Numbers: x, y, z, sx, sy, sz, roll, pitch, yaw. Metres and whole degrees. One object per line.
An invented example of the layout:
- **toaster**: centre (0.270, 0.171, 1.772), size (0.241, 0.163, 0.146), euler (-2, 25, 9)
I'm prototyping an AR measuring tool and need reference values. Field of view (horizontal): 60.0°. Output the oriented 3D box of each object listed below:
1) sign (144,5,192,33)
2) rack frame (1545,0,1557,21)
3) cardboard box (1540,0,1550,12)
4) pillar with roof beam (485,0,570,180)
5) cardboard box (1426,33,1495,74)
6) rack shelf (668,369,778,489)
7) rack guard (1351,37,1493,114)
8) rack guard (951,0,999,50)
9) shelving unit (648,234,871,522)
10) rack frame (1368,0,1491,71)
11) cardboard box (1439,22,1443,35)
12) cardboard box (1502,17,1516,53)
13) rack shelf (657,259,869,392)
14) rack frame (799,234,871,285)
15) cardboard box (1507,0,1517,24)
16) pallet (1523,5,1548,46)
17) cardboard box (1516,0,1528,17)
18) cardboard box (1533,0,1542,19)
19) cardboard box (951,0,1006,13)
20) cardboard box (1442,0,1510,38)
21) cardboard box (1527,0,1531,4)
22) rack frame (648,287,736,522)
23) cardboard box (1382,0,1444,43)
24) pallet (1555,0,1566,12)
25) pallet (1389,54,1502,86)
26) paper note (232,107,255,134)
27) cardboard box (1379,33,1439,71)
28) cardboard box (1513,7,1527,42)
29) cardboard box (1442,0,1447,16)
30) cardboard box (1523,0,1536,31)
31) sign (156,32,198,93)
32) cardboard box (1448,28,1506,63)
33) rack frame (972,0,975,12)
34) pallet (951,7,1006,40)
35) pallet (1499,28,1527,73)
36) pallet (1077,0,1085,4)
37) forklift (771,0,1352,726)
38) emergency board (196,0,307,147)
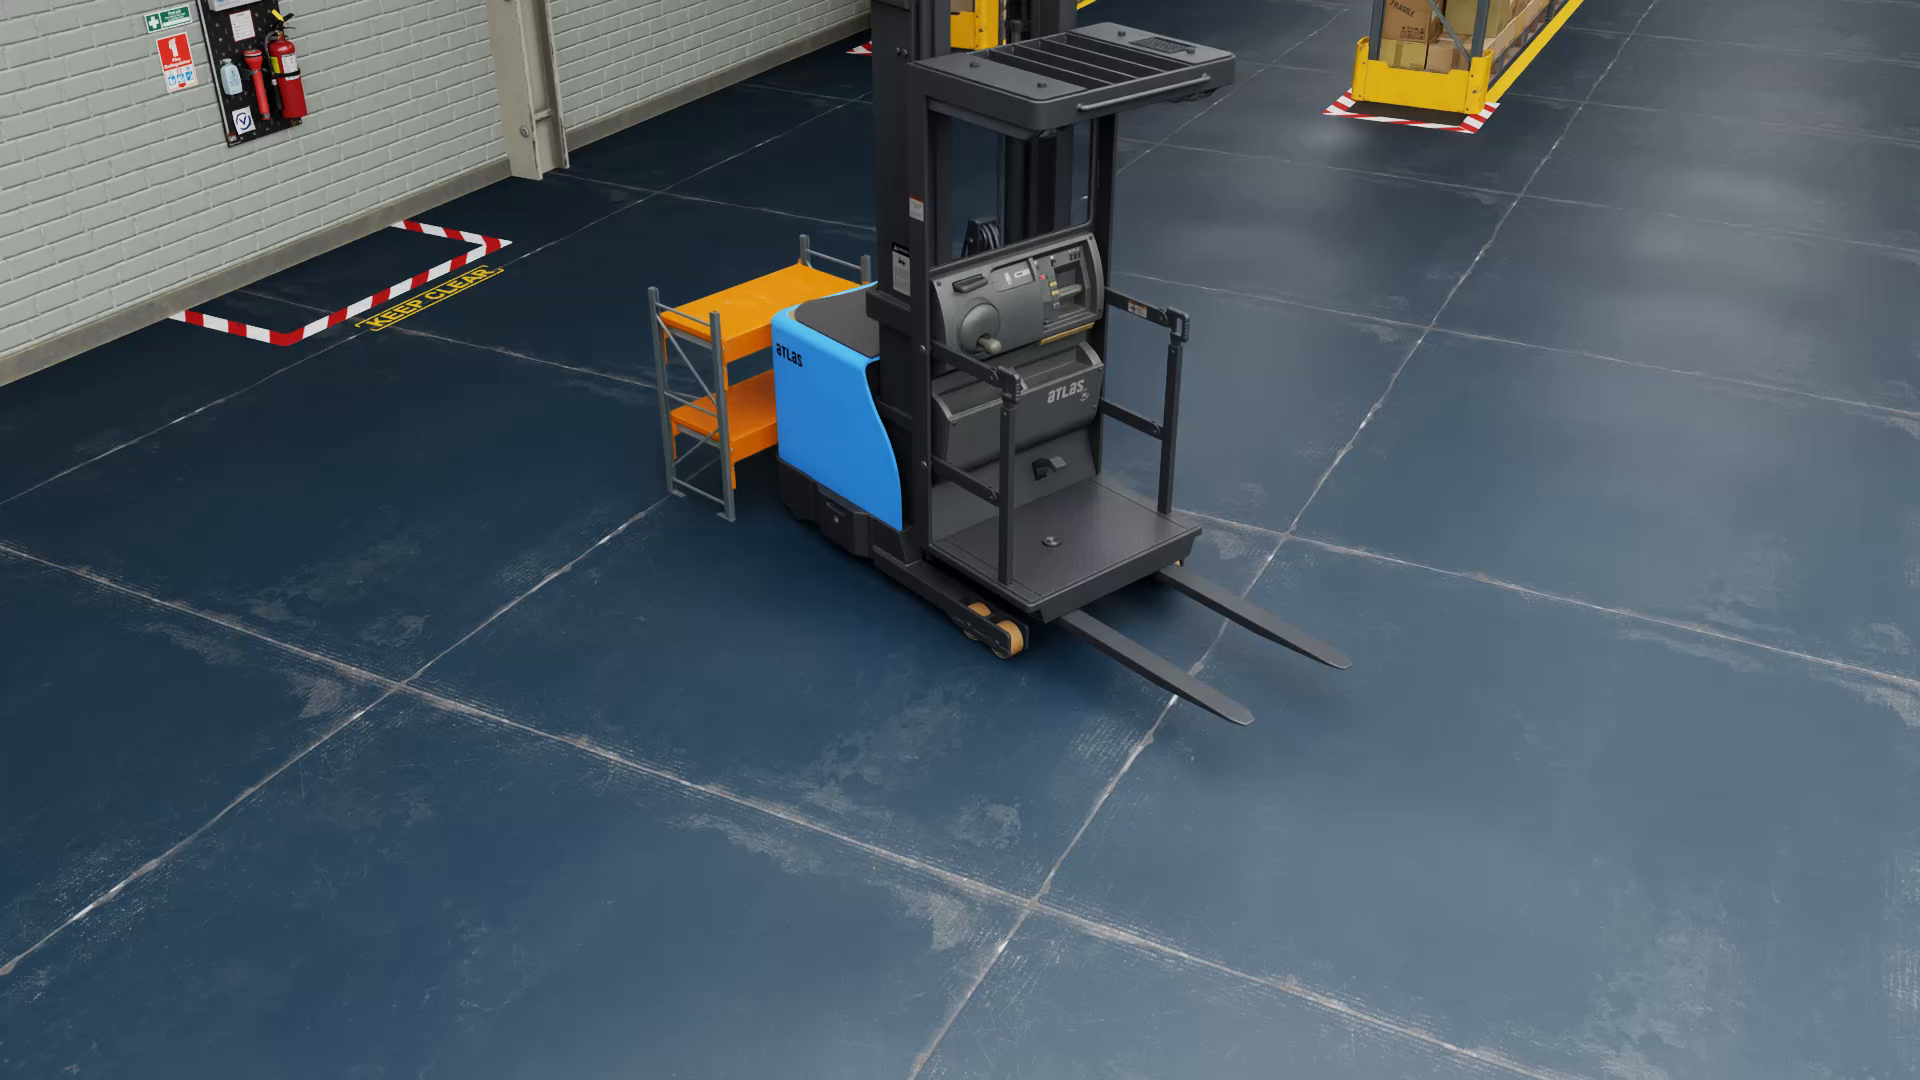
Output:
- **sign**: centre (-4.894, -3.223, 10.283), size (0.001, 0.109, 0.331), euler (14, 33, 23)
- **rack frame**: centre (6.018, -7.091, 17.586), size (1.000, 3.000, 0.127), euler (14, 33, 23)
- **cardboard box**: centre (6.001, -5.826, 17.722), size (0.500, 0.250, 0.500), euler (14, 33, 23)
- **pillar with roof beam**: centre (0.432, -5.911, 9.508), size (9.100, 9.000, 0.400), euler (14, 33, 23)
- **cardboard box**: centre (4.638, -4.495, 15.404), size (0.500, 0.250, 0.500), euler (14, 33, 23)
- **rack shelf**: centre (-0.993, -0.644, 8.732), size (0.538, 0.278, 1.000), euler (24, 38, 35)
- **rack guard**: centre (4.185, -4.223, 15.102), size (1.175, 0.500, 0.348), euler (14, 33, 23)
- **rack guard**: centre (-0.181, -5.390, 17.133), size (1.175, 0.500, 0.348), euler (14, 33, 23)
- **shelving unit**: centre (-0.993, -0.856, 8.610), size (0.538, 1.125, 1.048), euler (24, 38, 35)
- **rack frame**: centre (4.195, -5.318, 14.498), size (1.000, 3.000, 0.127), euler (14, 33, 23)
- **cardboard box**: centre (4.394, -4.837, 16.000), size (0.500, 0.250, 0.500), euler (14, 33, 23)
- **cardboard box**: centre (5.090, -4.939, 16.178), size (0.500, 0.250, 0.500), euler (14, 33, 23)
- **rack shelf**: centre (-0.993, -1.109, 8.465), size (0.538, 0.278, 1.000), euler (24, 38, 35)
- **rack frame**: centre (-0.654, -1.044, 8.939), size (0.500, 1.125, 0.032), euler (24, 38, 35)
- **cardboard box**: centre (5.080, -5.267, 15.995), size (0.500, 0.500, 0.500), euler (14, 33, 23)
- **pallet**: centre (5.618, -5.539, 17.683), size (1.003, 0.211, 1.213), euler (14, 33, 23)
- **cardboard box**: centre (5.323, -5.484, 16.374), size (0.500, 0.500, 0.500), euler (14, 33, 23)
- **cardboard box**: centre (5.764, -5.606, 17.340), size (0.500, 0.250, 0.500), euler (14, 33, 23)
- **cardboard box**: centre (0.179, -5.751, 17.511), size (0.500, 0.311, 0.500), euler (11, 32, 18)
- **cardboard box**: centre (4.864, -5.042, 15.604), size (0.500, 0.500, 0.500), euler (14, 33, 23)
- **cardboard box**: centre (5.538, -5.709, 16.766), size (0.500, 0.500, 0.500), euler (14, 33, 23)
- **rack frame**: centre (-1.333, -0.667, 8.282), size (0.500, 1.125, 0.032), euler (24, 38, 35)
- **cardboard box**: centre (4.175, -4.938, 15.423), size (0.500, 0.500, 0.500), euler (14, 33, 23)
- **pallet**: centre (6.319, -6.217, 18.865), size (1.003, 0.211, 1.213), euler (14, 33, 23)
- **pallet**: centre (4.507, -4.457, 15.799), size (1.003, 0.211, 1.213), euler (14, 33, 23)
- **paper note**: centre (-4.702, -2.755, 10.920), size (0.016, 0.148, 0.142), euler (14, 33, 23)
- **cardboard box**: centre (4.177, -4.612, 15.609), size (0.500, 0.250, 0.500), euler (14, 33, 23)
- **cardboard box**: centre (5.323, -5.159, 16.562), size (0.500, 0.250, 0.500), euler (14, 33, 23)
- **cardboard box**: centre (4.617, -5.385, 16.201), size (0.500, 0.500, 0.500), euler (14, 33, 23)
- **cardboard box**: centre (5.550, -5.381, 16.948), size (0.500, 0.250, 0.500), euler (14, 33, 23)
- **sign**: centre (-4.904, -2.993, 10.415), size (0.001, 0.329, 0.234), euler (14, 33, 23)
- **cardboard box**: centre (4.862, -4.717, 15.792), size (0.500, 0.250, 0.500), euler (14, 33, 23)
- **rack frame**: centre (-0.216, -6.440, 16.452), size (1.000, 3.000, 0.127), euler (14, 33, 23)
- **pallet**: centre (0.220, -5.616, 17.818), size (1.003, 0.211, 1.213), euler (14, 33, 23)
- **pallet**: centre (5.063, -4.996, 16.738), size (1.003, 0.211, 1.213), euler (14, 33, 23)
- **pallet**: centre (0.777, -6.155, 18.757), size (1.003, 0.211, 1.213), euler (14, 33, 23)
- **forklift**: centre (0.403, -1.033, 7.105), size (1.130, 2.935, 3.031), euler (-23, 37, -34)
- **emergency board**: centre (-4.560, -3.200, 10.810), size (0.194, 1.169, 0.643), euler (14, 33, 23)
